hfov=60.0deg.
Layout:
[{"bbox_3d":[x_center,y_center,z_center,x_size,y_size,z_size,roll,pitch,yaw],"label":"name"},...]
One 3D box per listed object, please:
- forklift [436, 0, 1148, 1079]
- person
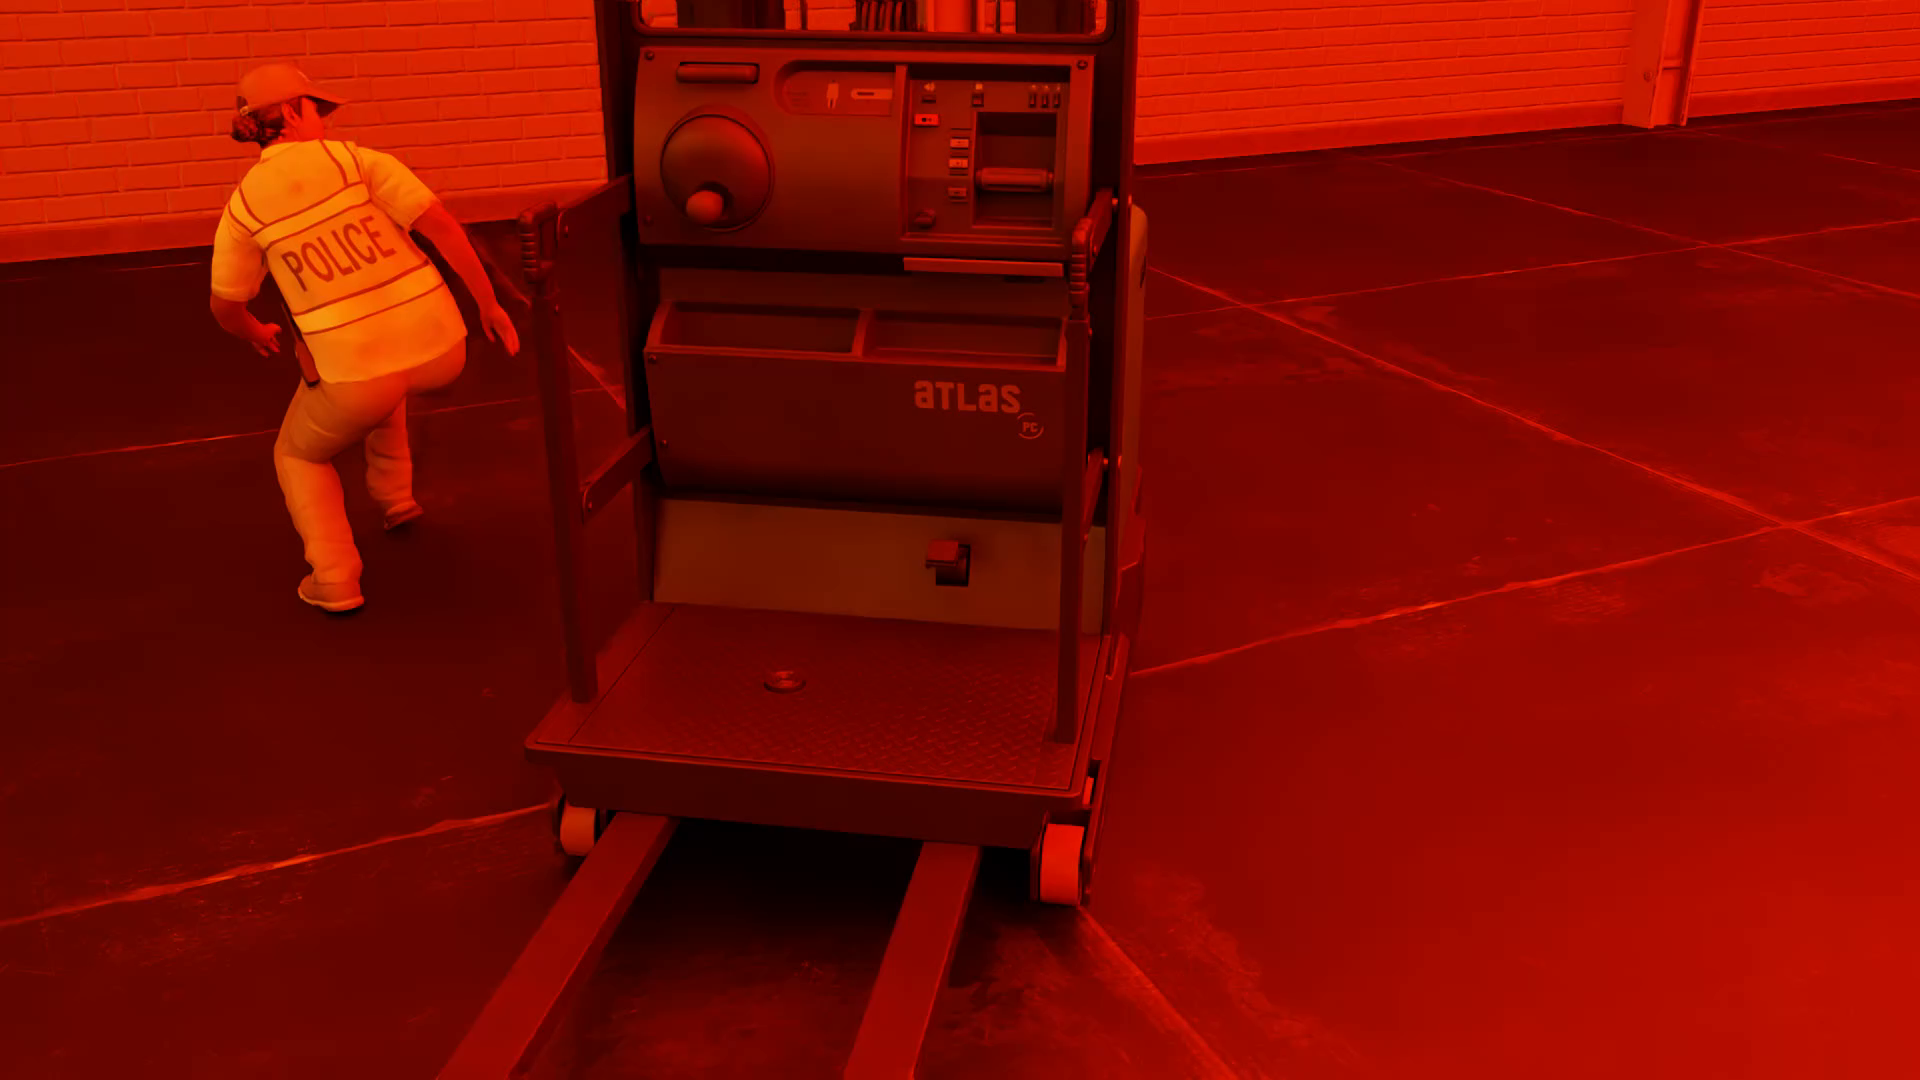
[{"bbox_3d":[-0.234,-0.768,3.136,1.130,2.935,3.031,4,23,9],"label":"forklift"},{"bbox_3d":[-1.678,-0.574,4.635,0.708,1.463,0.718,-15,27,-33],"label":"person"}]
